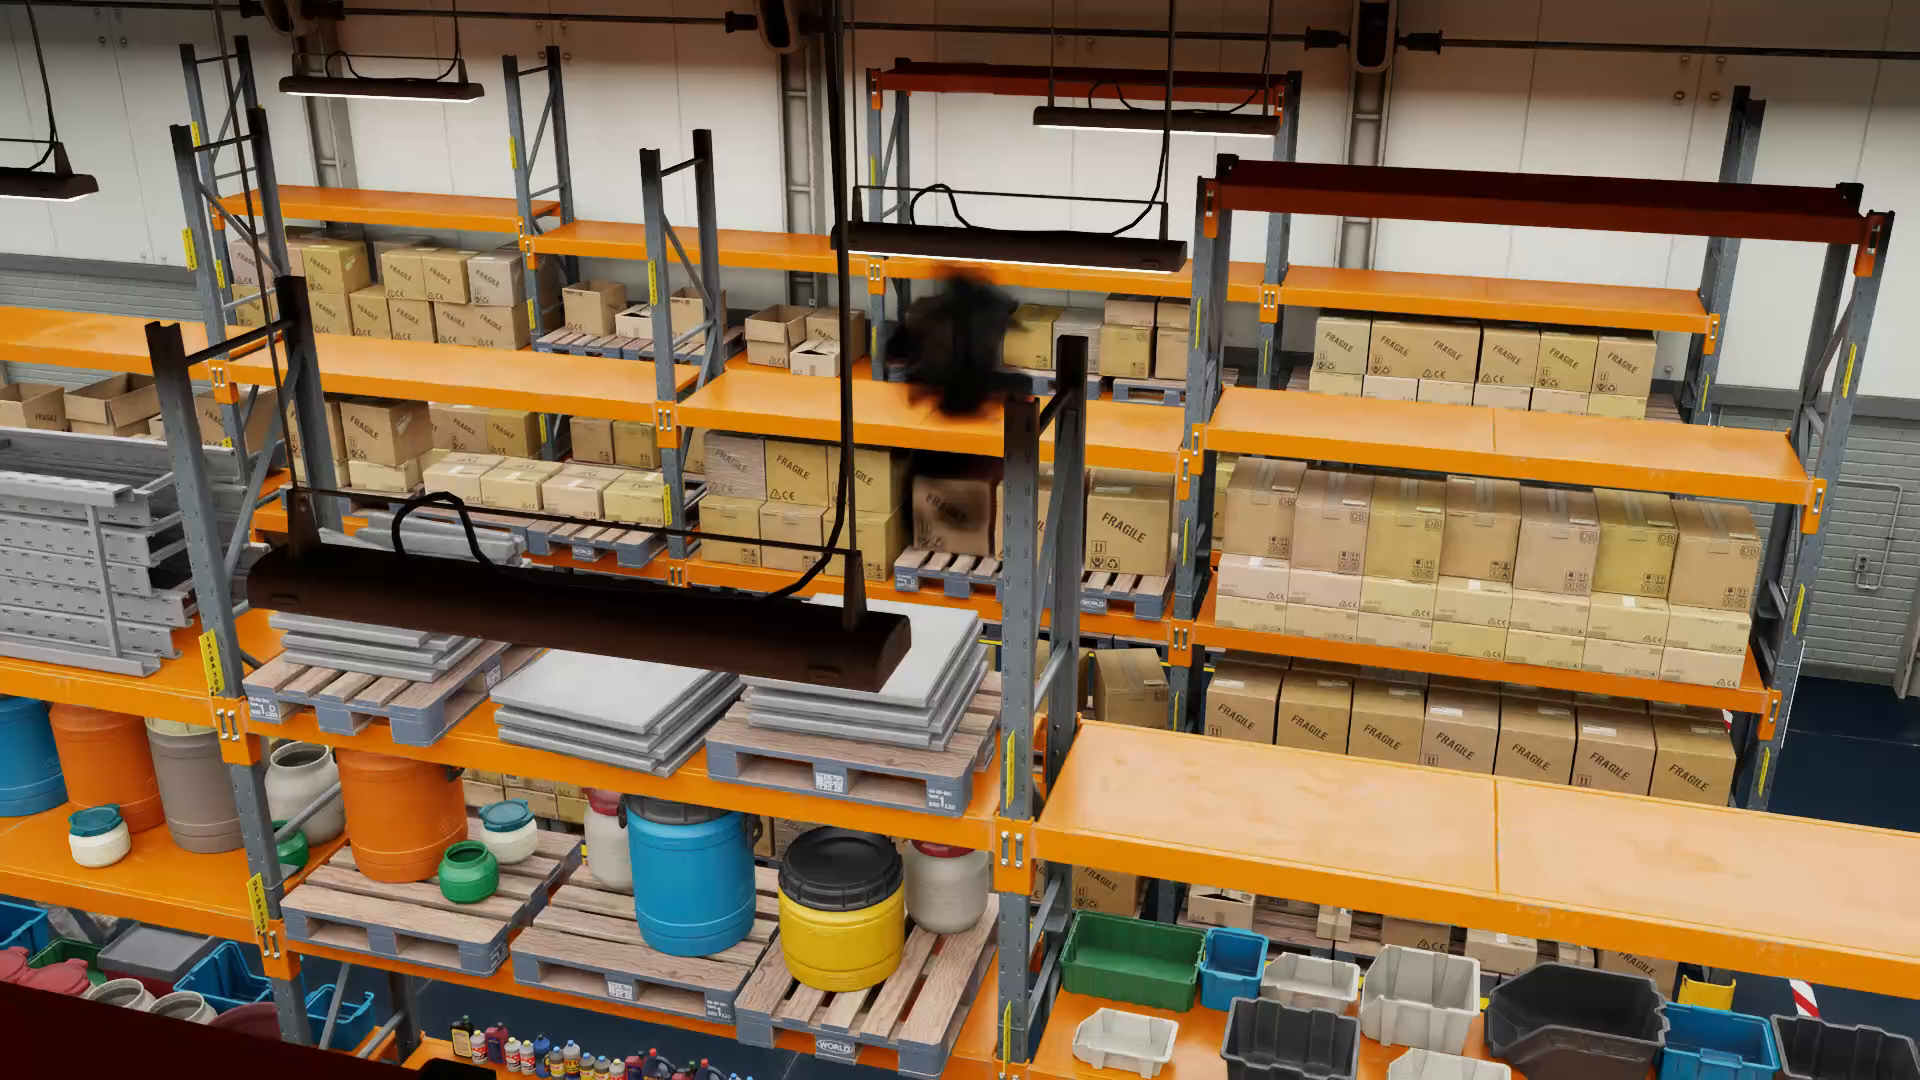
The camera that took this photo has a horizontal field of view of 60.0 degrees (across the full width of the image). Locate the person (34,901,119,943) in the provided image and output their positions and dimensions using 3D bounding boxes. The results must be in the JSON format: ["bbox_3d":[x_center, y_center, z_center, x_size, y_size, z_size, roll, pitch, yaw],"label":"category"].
[{"bbox_3d":[-6.860,2.435,12.646,0.611,1.733,0.670,4,23,11],"label":"person"}]
